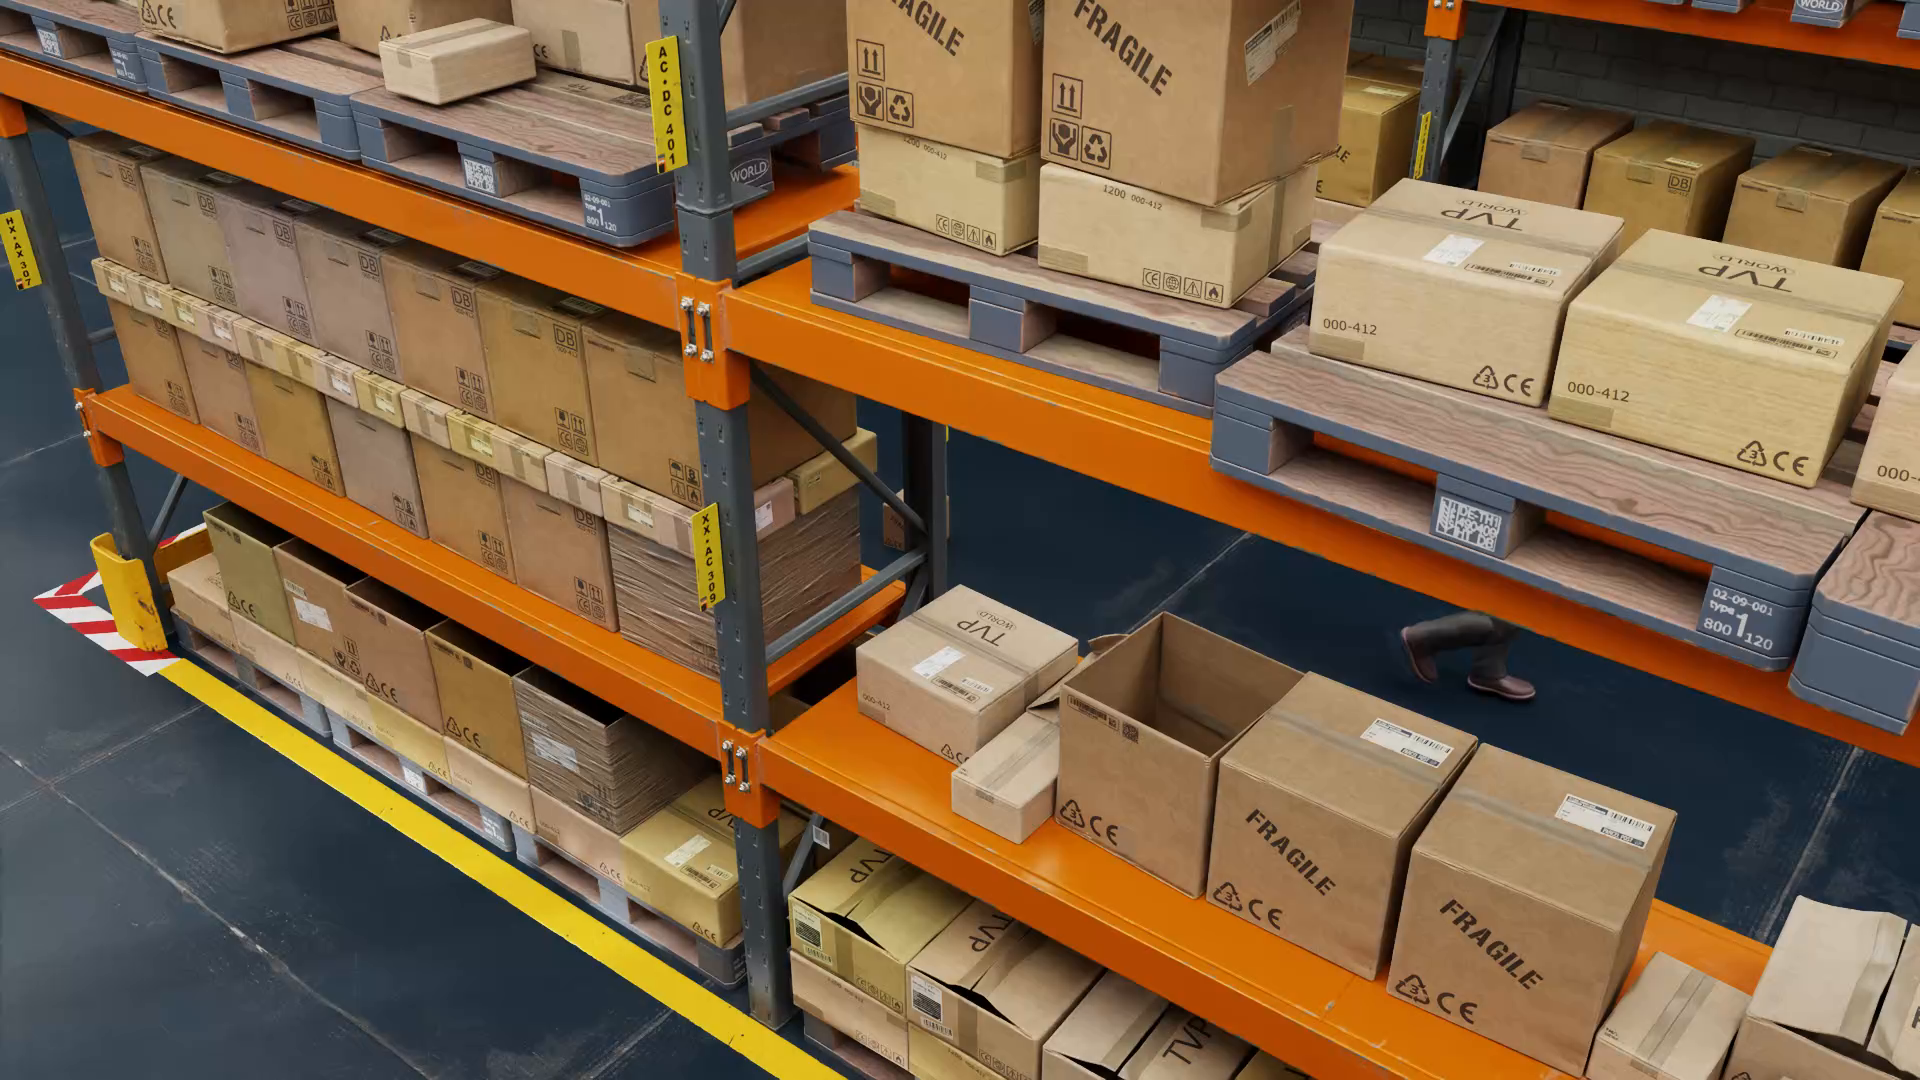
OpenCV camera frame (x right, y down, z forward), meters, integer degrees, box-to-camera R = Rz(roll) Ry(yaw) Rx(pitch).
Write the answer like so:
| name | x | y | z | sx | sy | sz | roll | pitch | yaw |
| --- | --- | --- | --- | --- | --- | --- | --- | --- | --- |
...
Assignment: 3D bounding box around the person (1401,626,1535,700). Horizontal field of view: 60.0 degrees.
| name | x | y | z | sx | sy | sz | roll | pitch | yaw |
| --- | --- | --- | --- | --- | --- | --- | --- | --- | --- |
| person | 2.292 | -0.028 | 7.148 | 0.604 | 1.638 | 0.447 | 14 | 34 | 21 |
